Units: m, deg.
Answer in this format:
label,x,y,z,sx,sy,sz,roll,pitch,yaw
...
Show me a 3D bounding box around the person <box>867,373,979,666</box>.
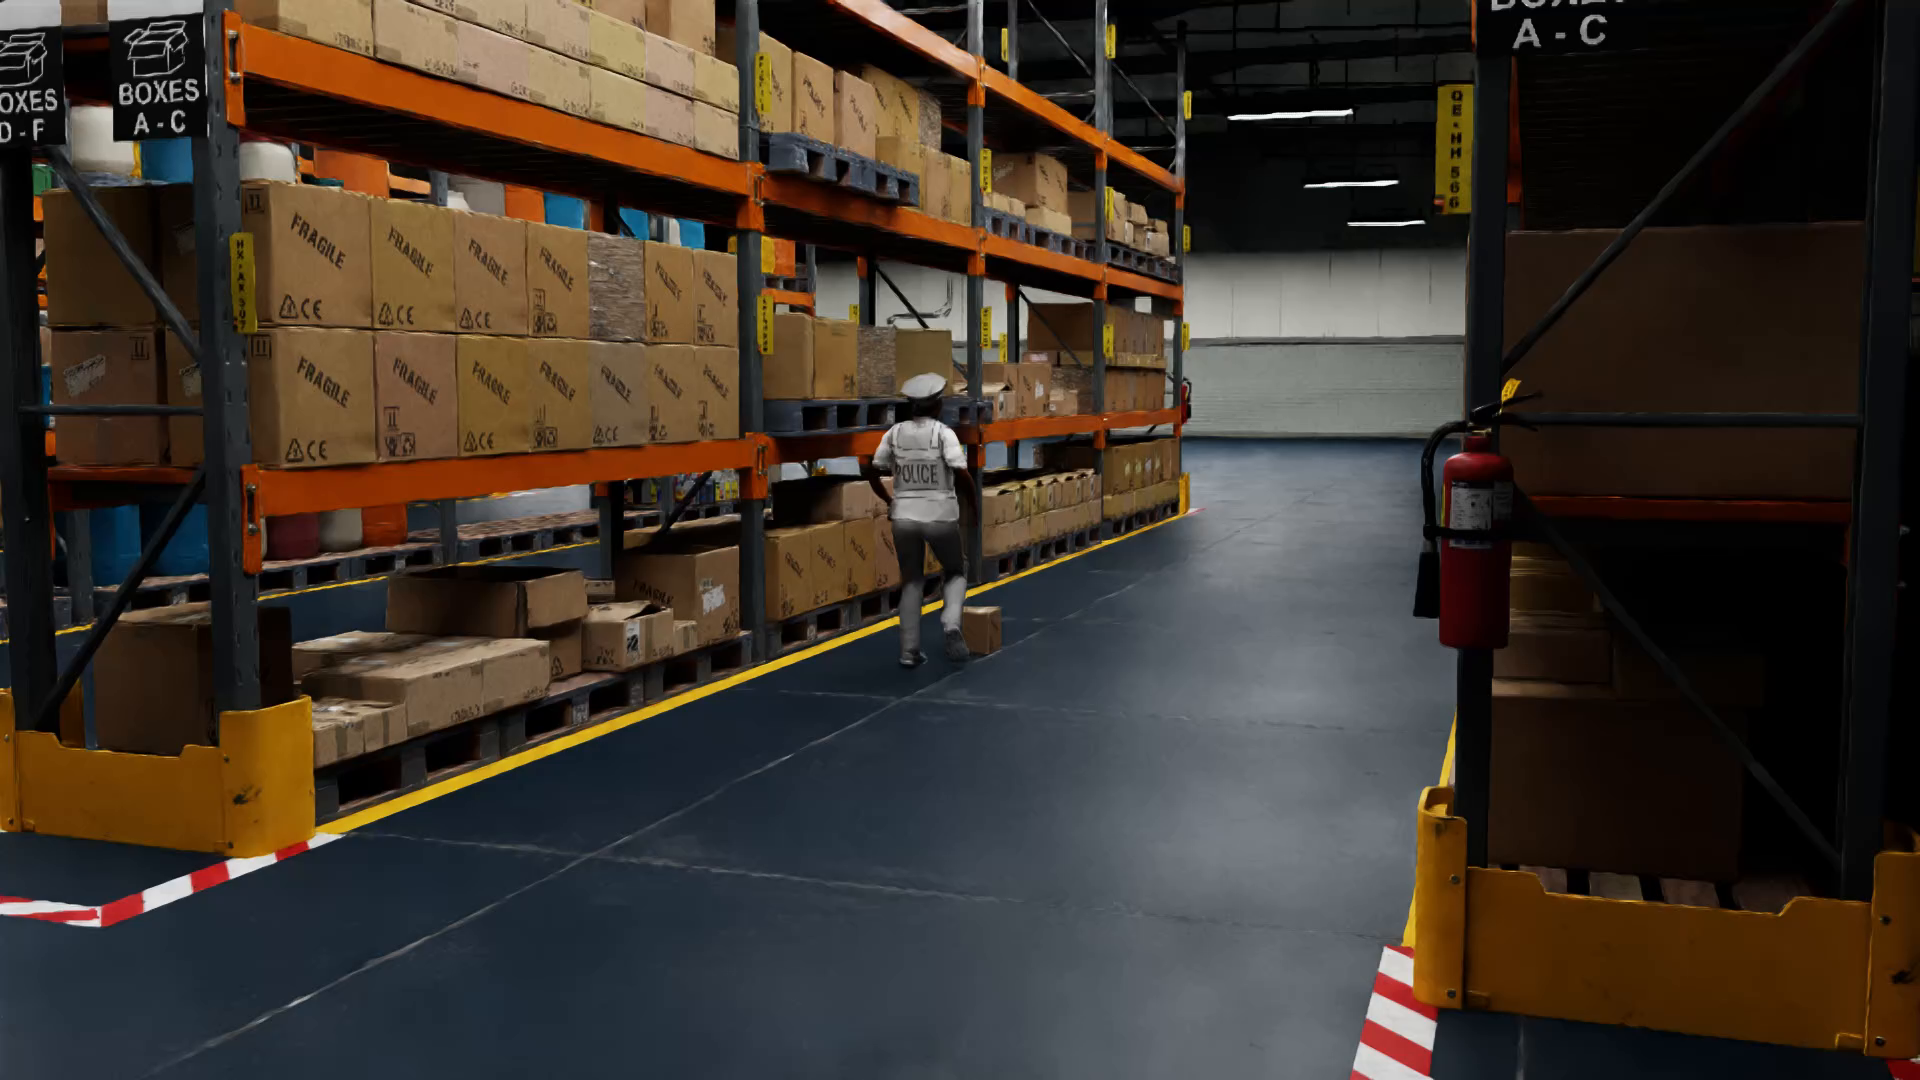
label,x,y,z,sx,sy,sz,roll,pitch,yaw
person,-0.196,-0.109,9.433,0.639,1.672,0.467,1,5,13
